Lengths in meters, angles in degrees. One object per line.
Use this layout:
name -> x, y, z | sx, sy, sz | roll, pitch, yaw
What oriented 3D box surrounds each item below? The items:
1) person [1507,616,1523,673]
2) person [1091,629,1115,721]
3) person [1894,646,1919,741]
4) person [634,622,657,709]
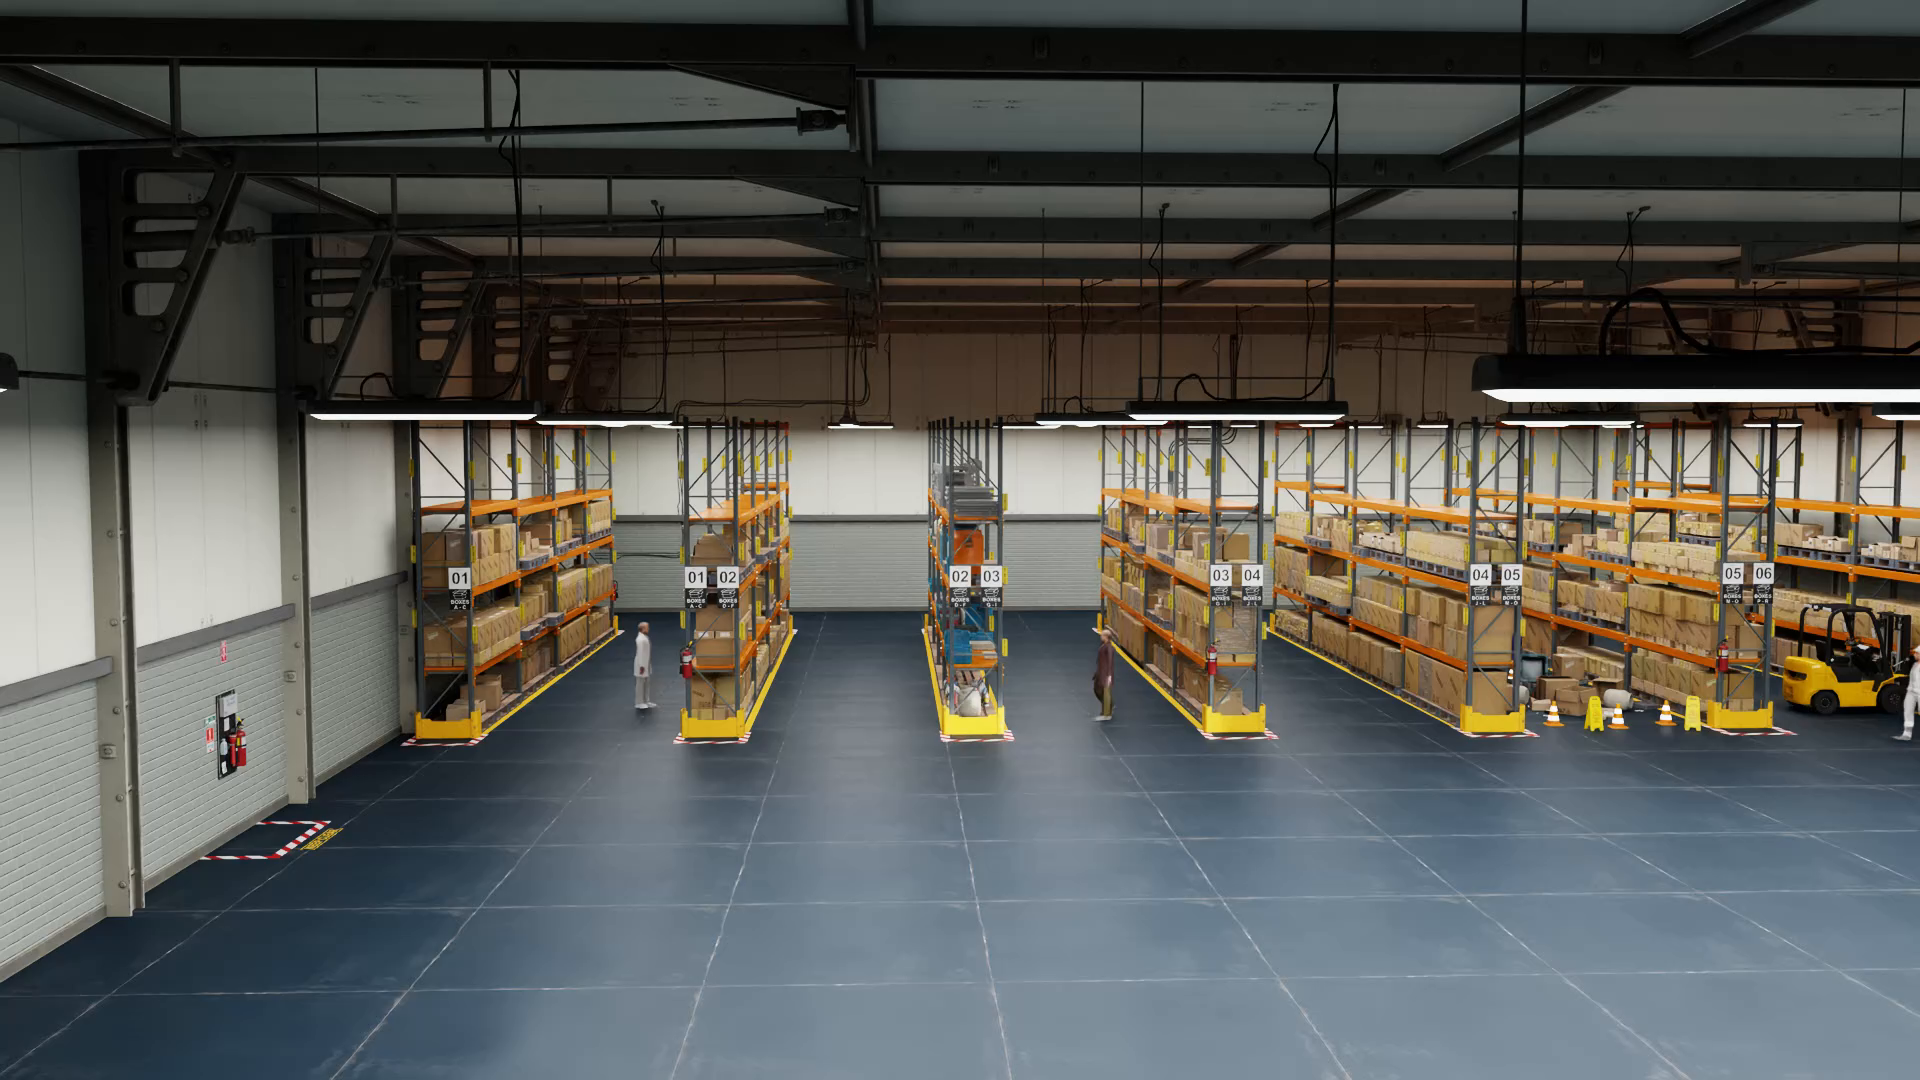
person -> 13.045, 2.344, 39.265 | 0.554, 1.651, 0.744 | -1, 4, -14
person -> 2.877, 2.673, 33.048 | 0.549, 1.804, 0.590 | -1, 4, -12
person -> 17.770, 2.835, 30.717 | 0.899, 1.774, 0.507 | -1, 4, -20
person -> -6.530, 2.587, 34.346 | 0.410, 1.793, 0.603 | 0, 4, 4
